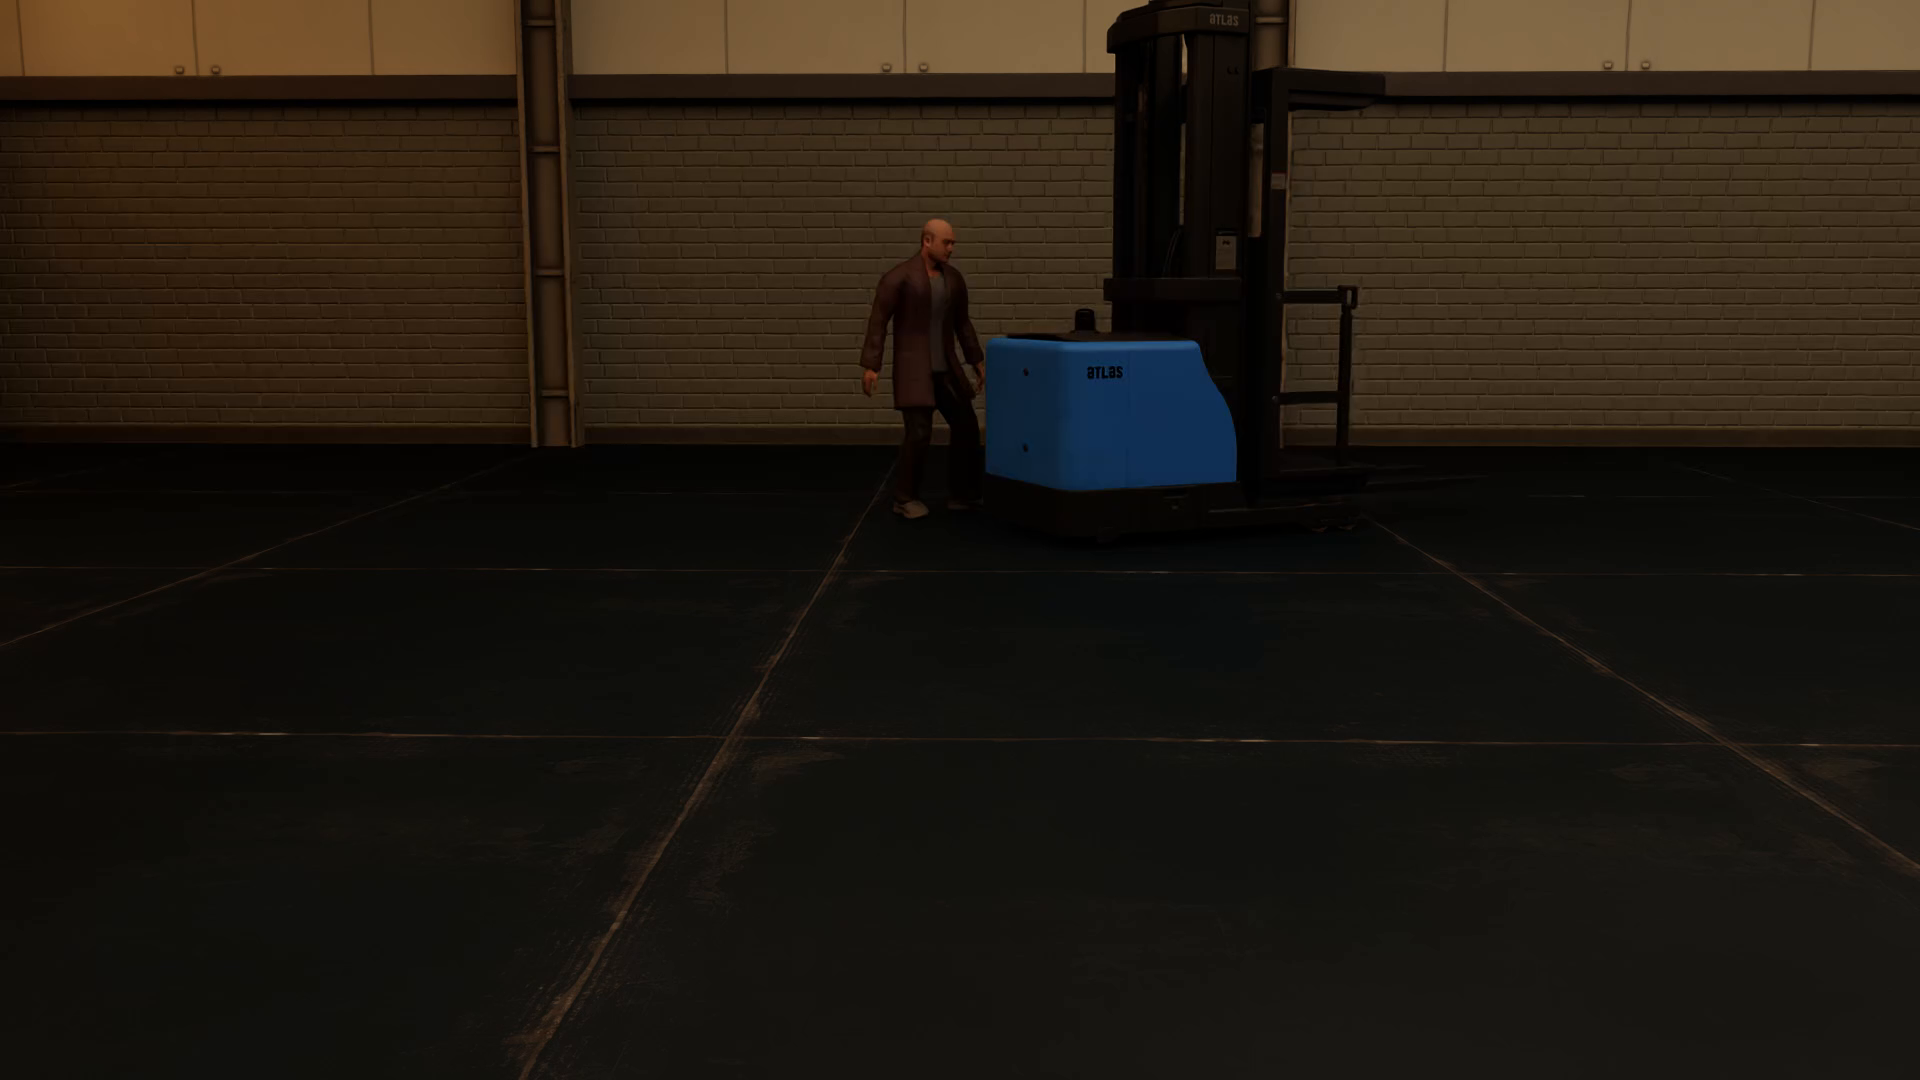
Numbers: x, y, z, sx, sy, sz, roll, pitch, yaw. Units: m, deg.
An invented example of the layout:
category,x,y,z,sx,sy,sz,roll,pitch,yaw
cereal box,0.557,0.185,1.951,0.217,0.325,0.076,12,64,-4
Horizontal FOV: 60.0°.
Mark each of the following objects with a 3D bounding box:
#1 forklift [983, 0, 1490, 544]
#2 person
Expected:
category,x,y,z,sx,sy,sz,roll,pitch,yaw
forklift,1.688,-1.557,9.488,3.031,2.935,1.130,-4,10,-25
person,-0.170,-1.013,9.865,0.890,1.750,0.423,-7,11,-38
